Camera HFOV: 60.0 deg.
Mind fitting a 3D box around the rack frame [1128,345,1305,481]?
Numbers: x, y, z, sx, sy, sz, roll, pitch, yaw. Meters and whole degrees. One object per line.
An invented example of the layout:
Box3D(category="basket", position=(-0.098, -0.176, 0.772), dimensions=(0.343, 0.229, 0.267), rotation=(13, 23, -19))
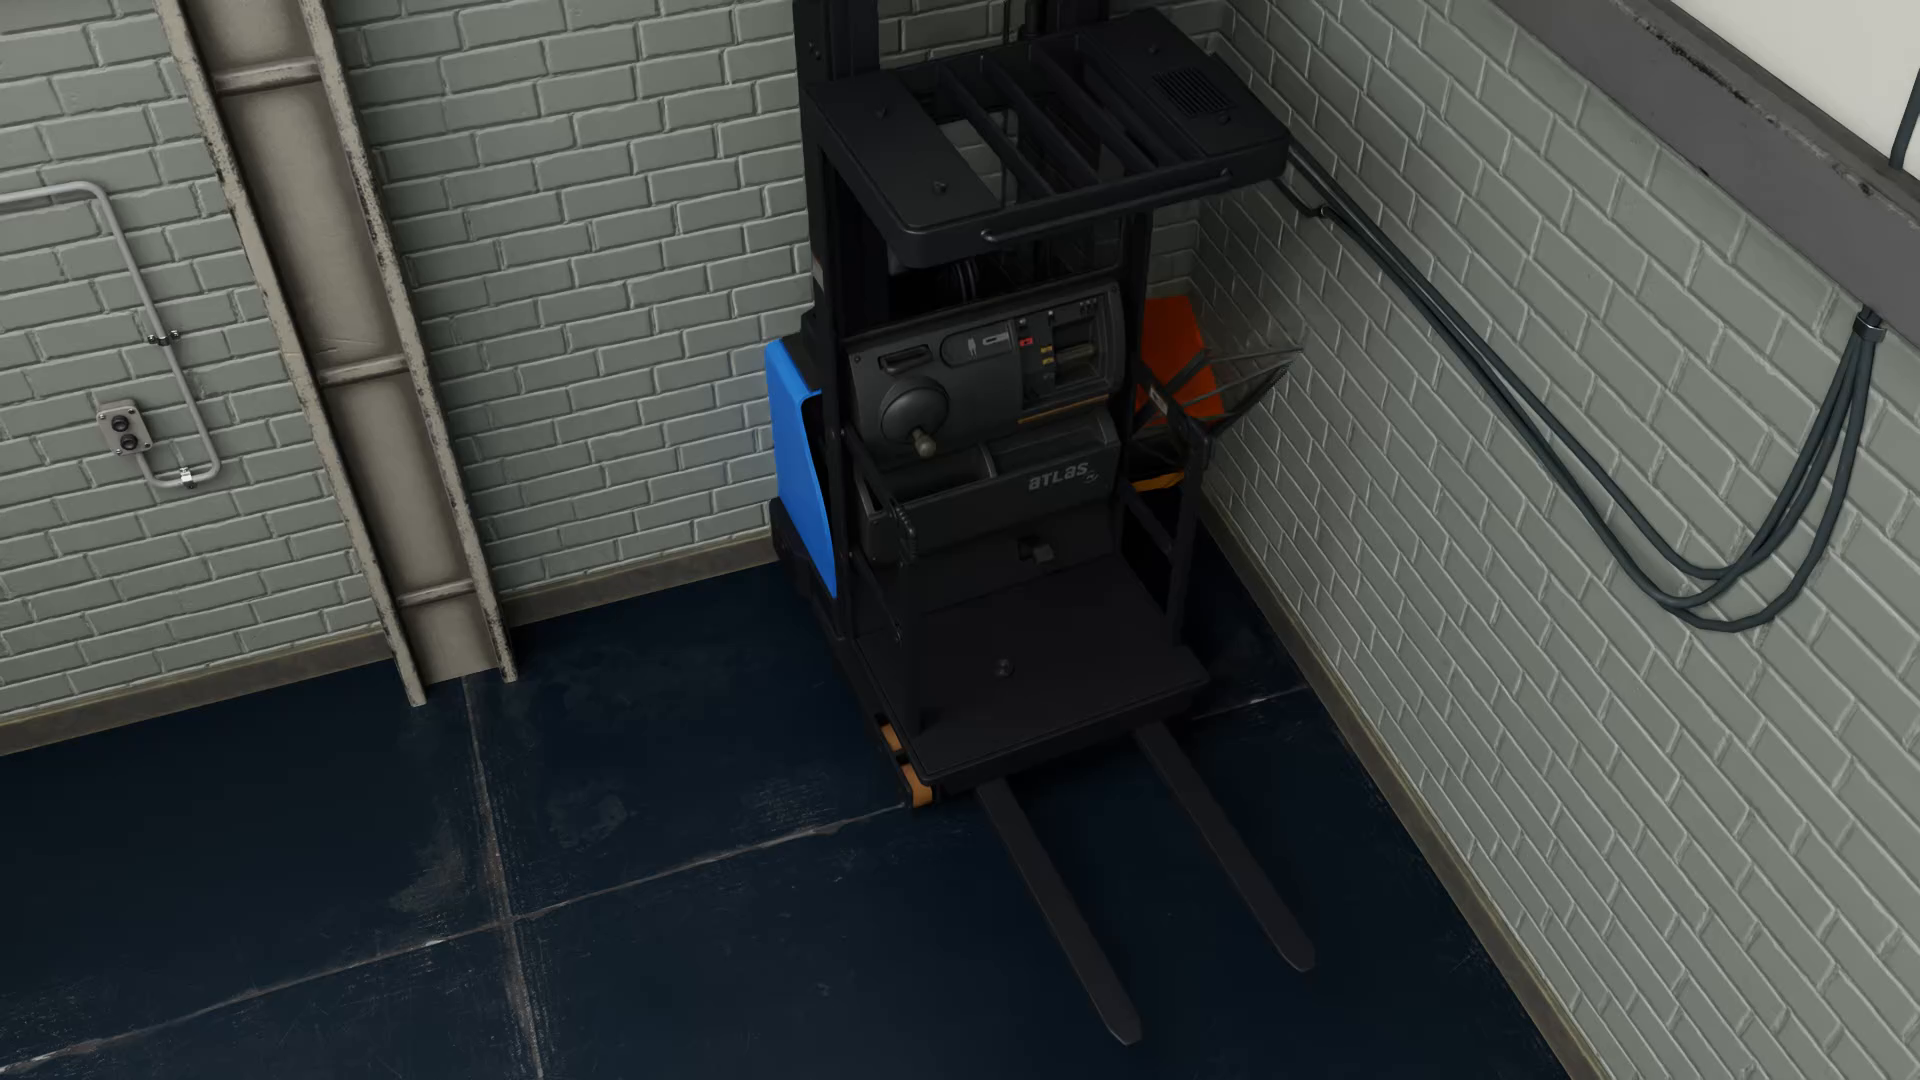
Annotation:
Box3D(category="rack frame", position=(0.823, -0.435, 6.196), dimensions=(0.500, 1.500, 0.032), rotation=(-11, 76, -19))

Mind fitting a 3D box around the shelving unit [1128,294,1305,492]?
Box3D(category="shelving unit", position=(0.695, -0.904, 6.309), dimensions=(0.587, 1.500, 1.083), rotation=(-11, 76, -19))

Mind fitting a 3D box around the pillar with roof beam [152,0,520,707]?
Box3D(category="pillar with roof beam", position=(-0.427, 0.158, 0.239), dimensions=(0.400, 9.000, 9.100), rotation=(-14, 47, -14))

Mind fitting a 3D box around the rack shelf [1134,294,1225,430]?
Box3D(category="rack shelf", position=(0.645, -0.860, 6.476), dimensions=(0.538, 0.185, 1.000), rotation=(-11, 76, -19))

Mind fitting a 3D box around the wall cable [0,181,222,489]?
Box3D(category="wall cable", position=(-3.251, -0.663, 4.576), dimensions=(1.851, 1.984, 0.084), rotation=(-14, 47, -14))

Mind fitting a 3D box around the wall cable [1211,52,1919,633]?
Box3D(category="wall cable", position=(1.307, -1.510, 4.094), dimensions=(0.112, 2.526, 3.097), rotation=(-14, 47, -14))

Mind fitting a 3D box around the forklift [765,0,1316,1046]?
Box3D(category="forklift", position=(0.186, -0.451, 5.131), dimensions=(1.130, 2.935, 3.031), rotation=(-17, 48, -17))

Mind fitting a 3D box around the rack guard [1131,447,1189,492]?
Box3D(category="rack guard", position=(0.656, -0.253, 6.771), dimensions=(0.587, 0.250, 0.087), rotation=(-11, 76, -19))
